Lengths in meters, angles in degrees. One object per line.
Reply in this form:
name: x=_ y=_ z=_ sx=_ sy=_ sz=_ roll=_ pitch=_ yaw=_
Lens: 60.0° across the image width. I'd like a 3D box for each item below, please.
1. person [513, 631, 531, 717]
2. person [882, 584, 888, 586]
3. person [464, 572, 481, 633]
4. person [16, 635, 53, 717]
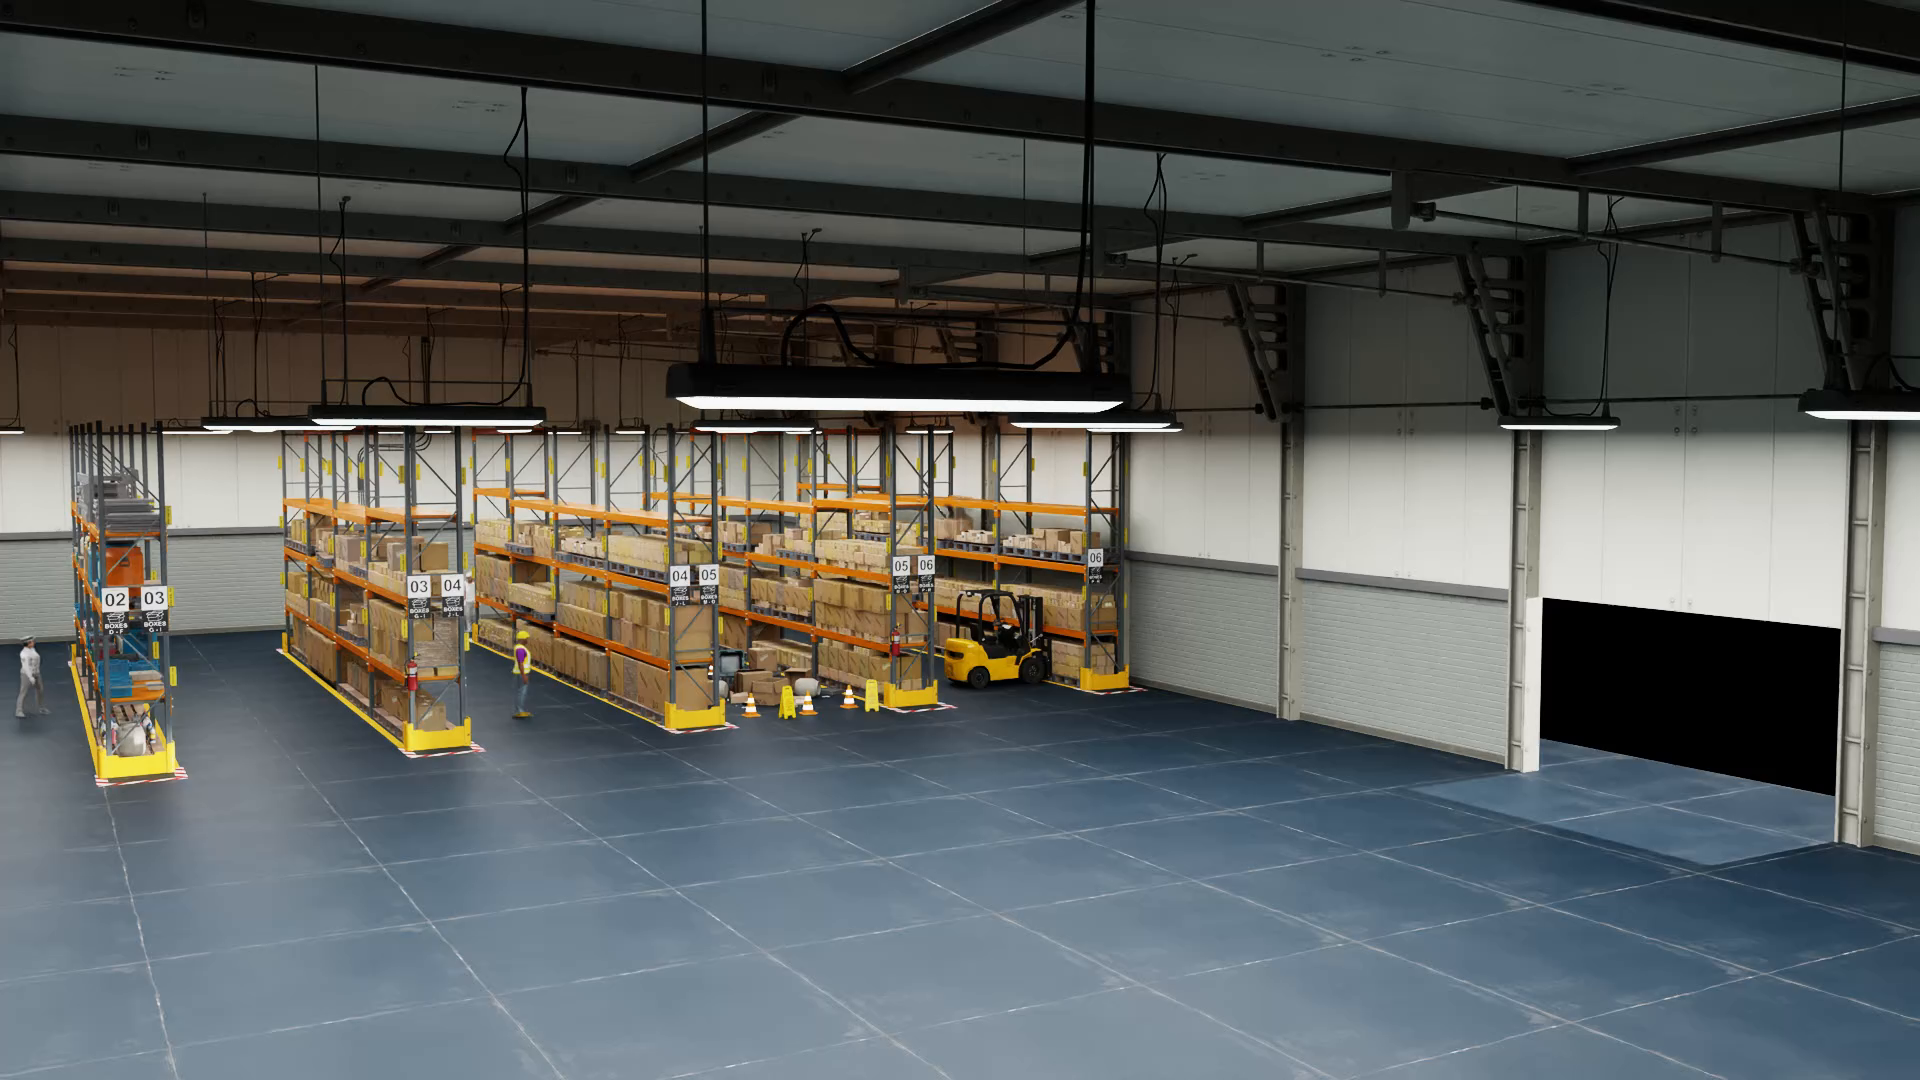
person: x=-8.956 y=2.735 z=33.992 sx=0.397 sy=1.765 sz=0.626 roll=0 pitch=4 yaw=-3
person: x=-1.877 y=1.989 z=42.895 sx=0.589 sy=1.717 sz=0.460 roll=2 pitch=4 yaw=27
person: x=-14.365 y=1.817 z=48.818 sx=0.576 sy=1.787 sz=0.414 roll=-1 pitch=4 yaw=-22
person: x=-19.095 y=2.799 z=34.204 sx=0.509 sy=1.706 sz=0.654 roll=0 pitch=4 yaw=5
